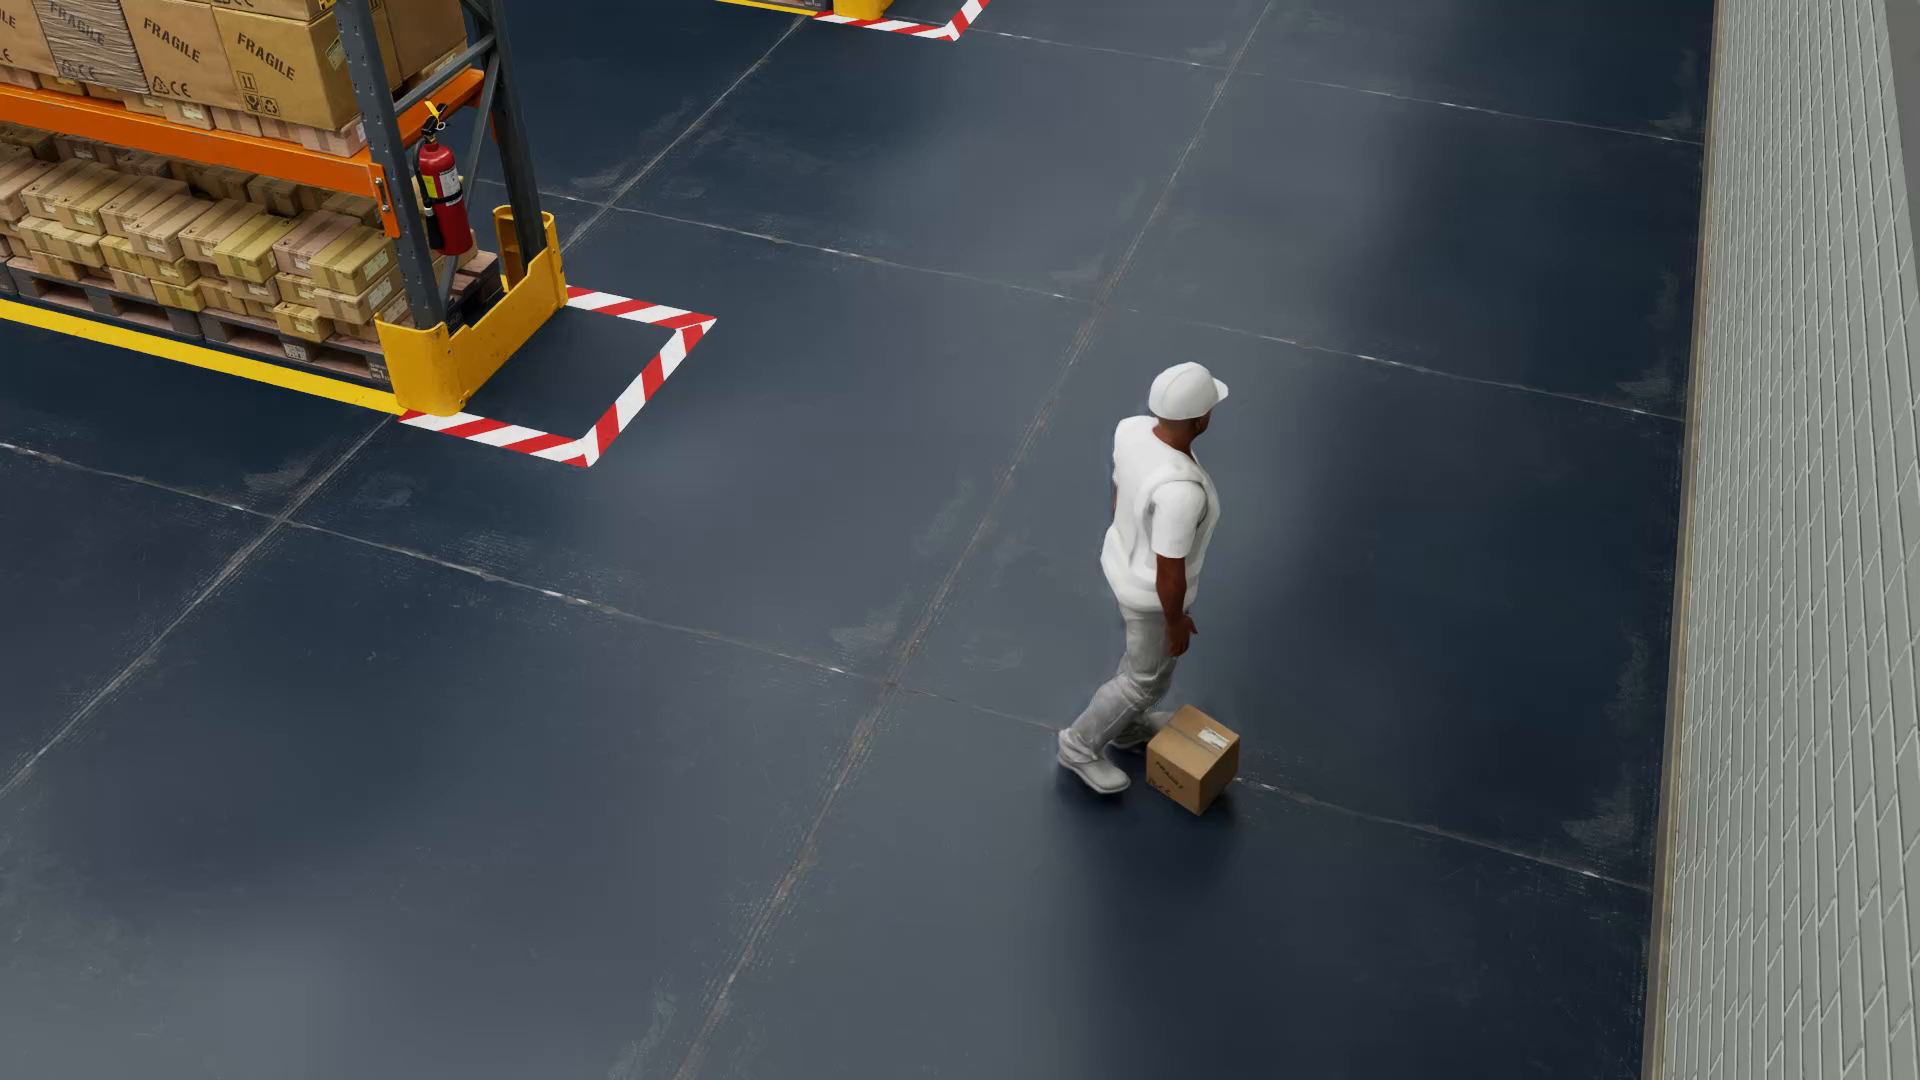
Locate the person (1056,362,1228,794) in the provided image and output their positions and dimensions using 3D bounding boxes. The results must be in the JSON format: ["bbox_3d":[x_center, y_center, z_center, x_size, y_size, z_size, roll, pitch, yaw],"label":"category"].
[{"bbox_3d":[0.630,0.143,5.982,0.571,1.749,0.594,-7,42,-8],"label":"person"}]
